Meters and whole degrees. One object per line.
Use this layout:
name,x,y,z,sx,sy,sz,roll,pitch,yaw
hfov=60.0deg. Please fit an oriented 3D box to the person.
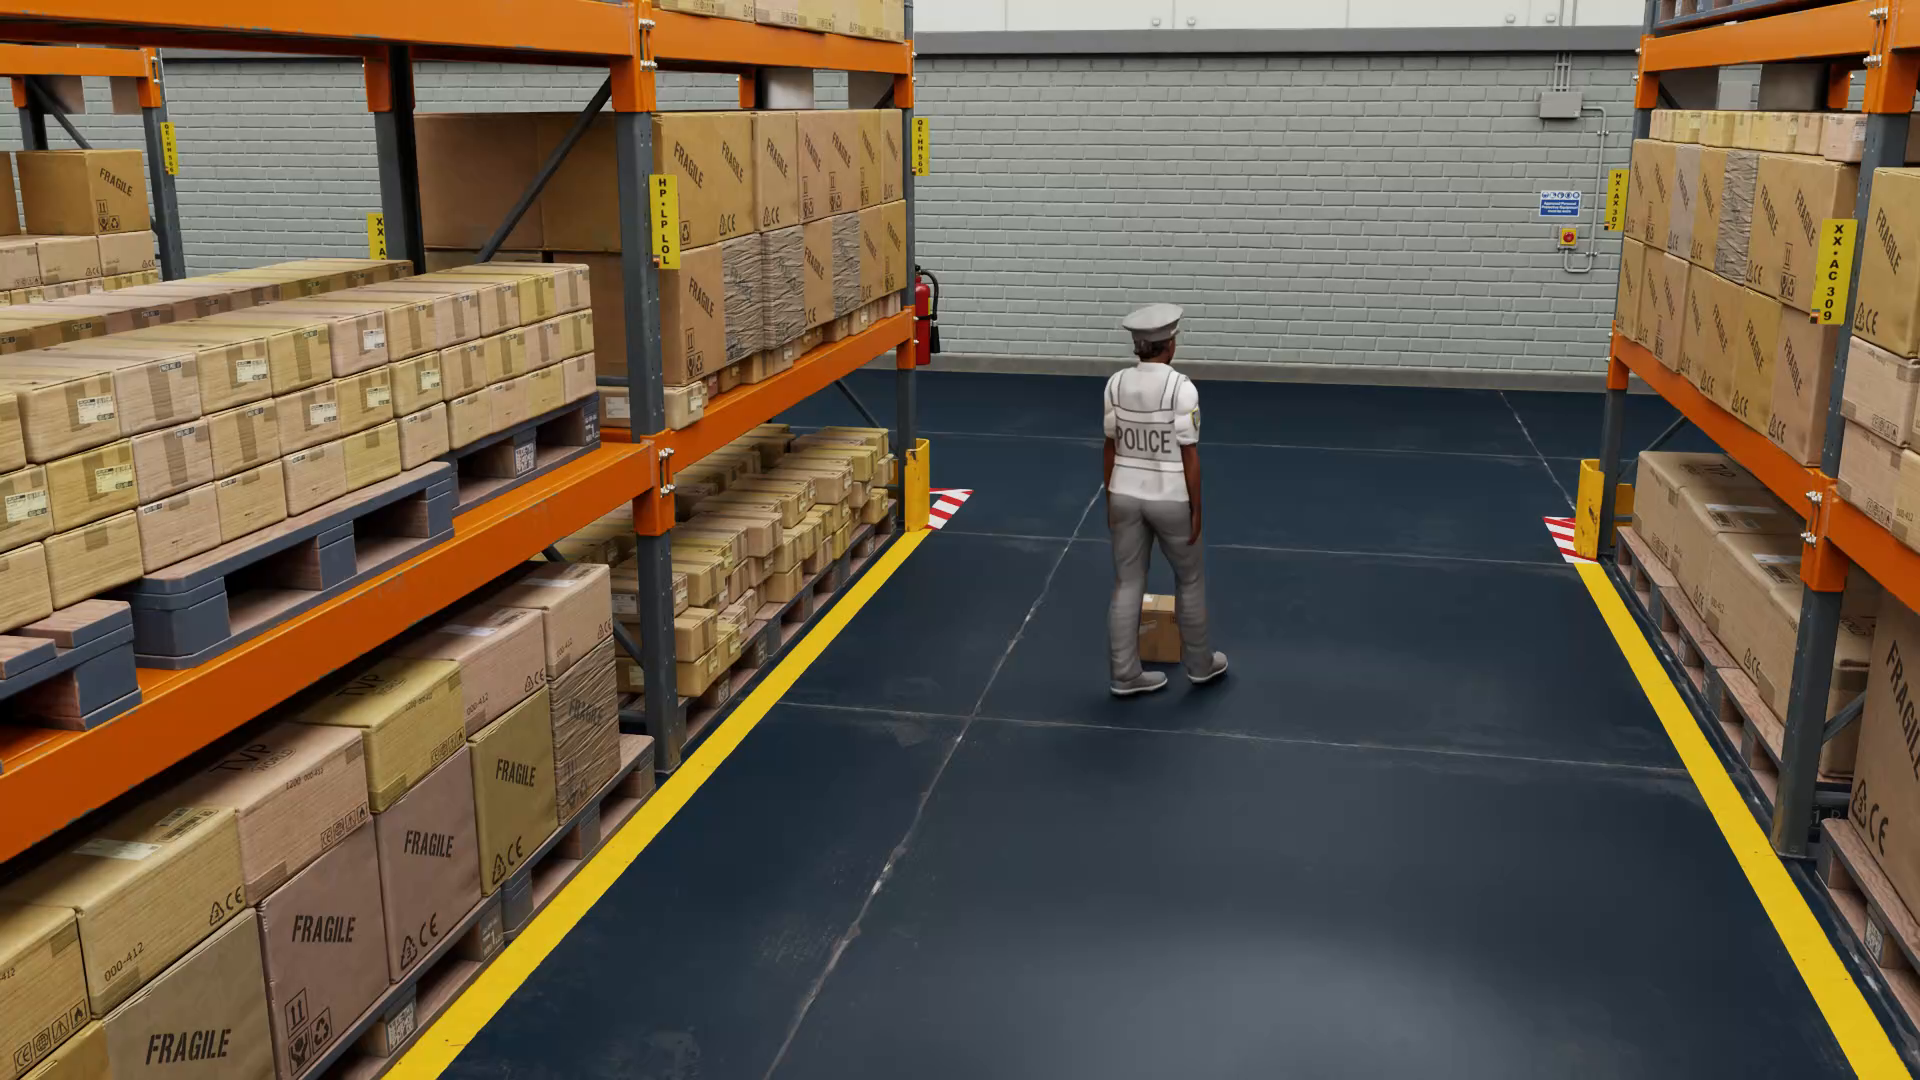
person,0.886,-0.186,7.164,0.458,1.674,0.588,9,17,30
